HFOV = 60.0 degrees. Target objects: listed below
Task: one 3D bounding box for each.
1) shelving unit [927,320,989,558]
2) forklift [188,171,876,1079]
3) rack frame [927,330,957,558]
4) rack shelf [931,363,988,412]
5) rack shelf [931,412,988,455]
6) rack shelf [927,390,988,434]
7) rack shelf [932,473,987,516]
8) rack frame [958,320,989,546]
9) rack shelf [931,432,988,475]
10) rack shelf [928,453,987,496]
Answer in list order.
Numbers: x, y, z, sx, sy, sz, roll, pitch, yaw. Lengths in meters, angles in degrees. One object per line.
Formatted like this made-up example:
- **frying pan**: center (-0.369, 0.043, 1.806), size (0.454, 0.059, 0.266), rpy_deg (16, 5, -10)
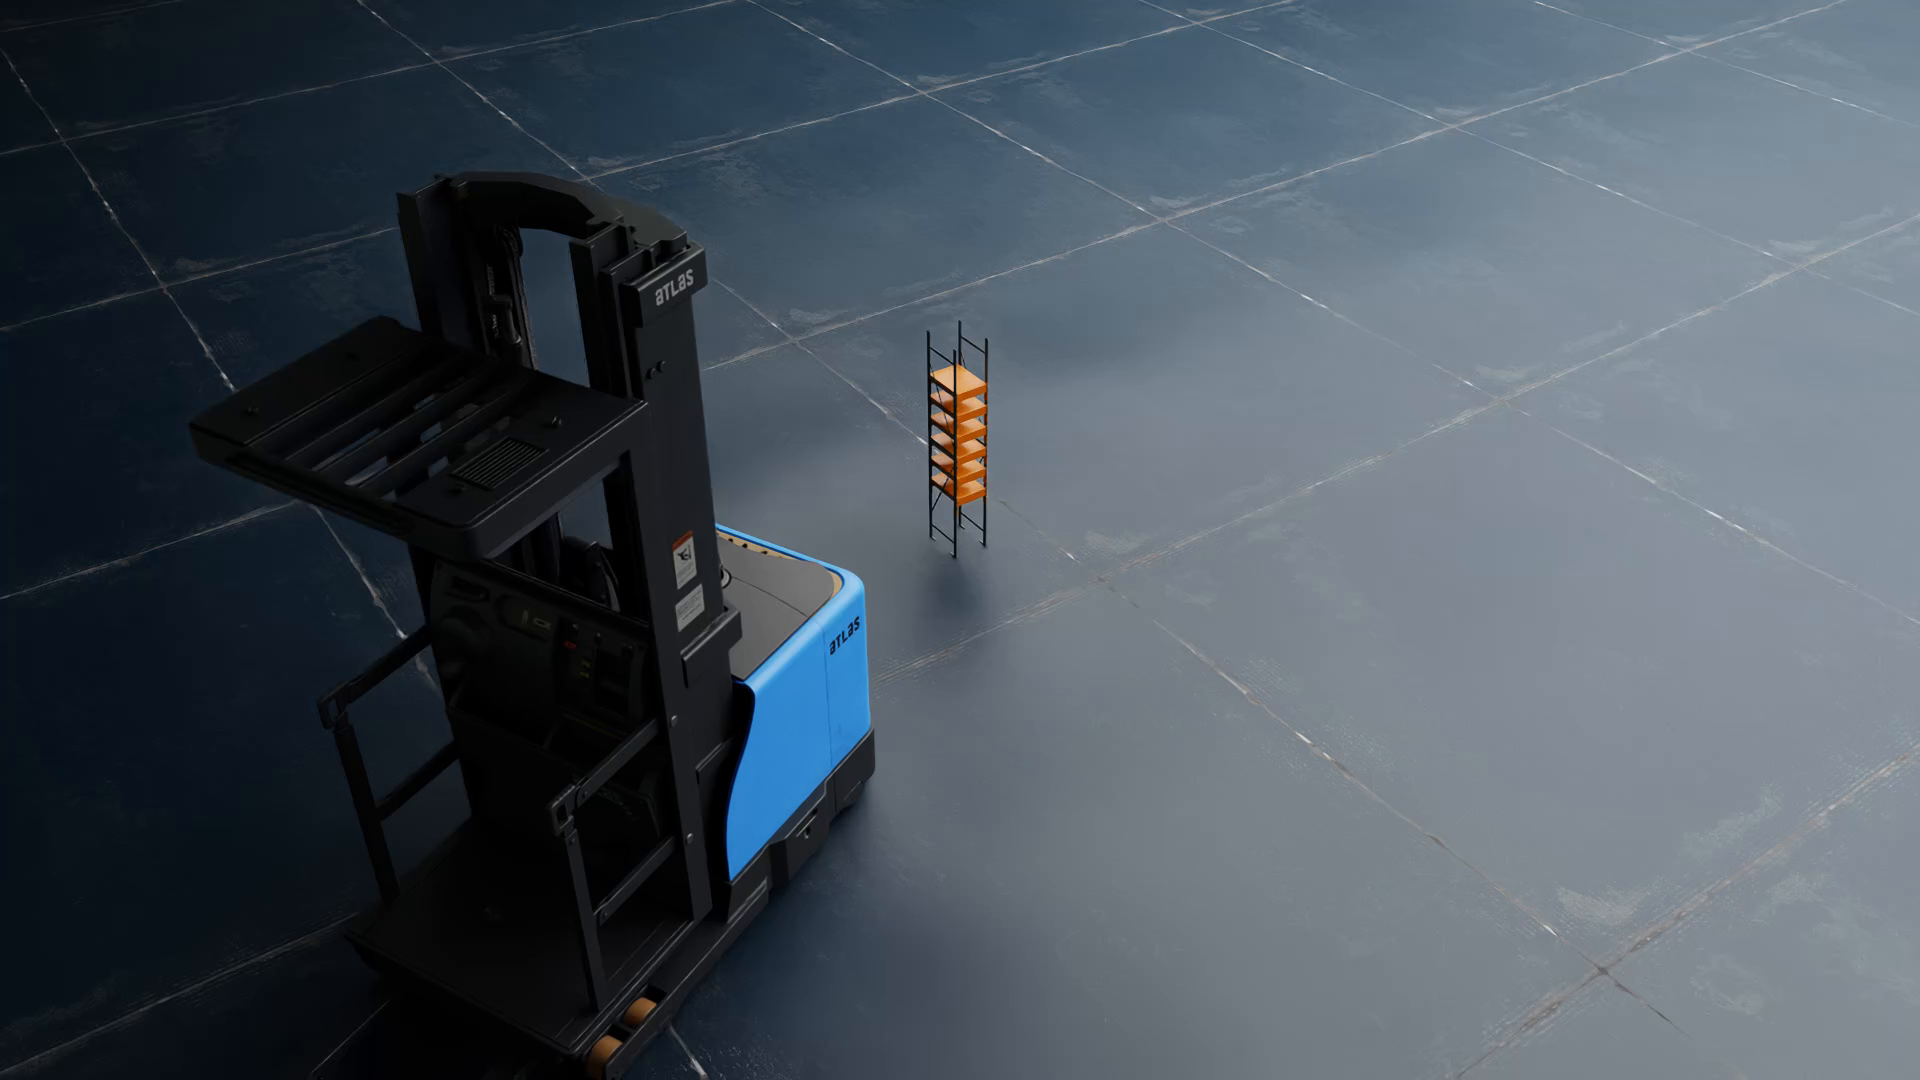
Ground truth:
- **shelving unit**: center (-0.012, -0.482, 8.206), size (0.189, 1.200, 0.258), rpy_deg (-22, 41, -28)
- **forklift**: center (-1.533, 0.426, 5.461), size (1.130, 2.935, 3.031), rpy_deg (19, 40, 24)
- **rack frame**: center (-0.087, -0.451, 8.163), size (0.006, 1.200, 0.240), rpy_deg (-22, 41, -28)
- **rack shelf**: center (-0.012, -0.738, 8.022), size (0.180, 0.103, 0.258), rpy_deg (-22, 41, -28)
- **rack shelf**: center (-0.012, -0.544, 8.162), size (0.180, 0.103, 0.258), rpy_deg (-22, 41, -28)
- **rack shelf**: center (-0.012, -0.641, 8.092), size (0.180, 0.103, 0.258), rpy_deg (-22, 41, -28)
- **rack shelf**: center (-0.012, -0.251, 8.372), size (0.180, 0.103, 0.258), rpy_deg (-22, 41, -28)
- **rack frame**: center (0.063, -0.513, 8.249), size (0.006, 1.200, 0.240), rpy_deg (-22, 41, -28)
- **rack shelf**: center (-0.012, -0.446, 8.232), size (0.180, 0.103, 0.258), rpy_deg (-22, 41, -28)
- **rack shelf**: center (-0.012, -0.349, 8.302), size (0.180, 0.103, 0.258), rpy_deg (-22, 41, -28)
